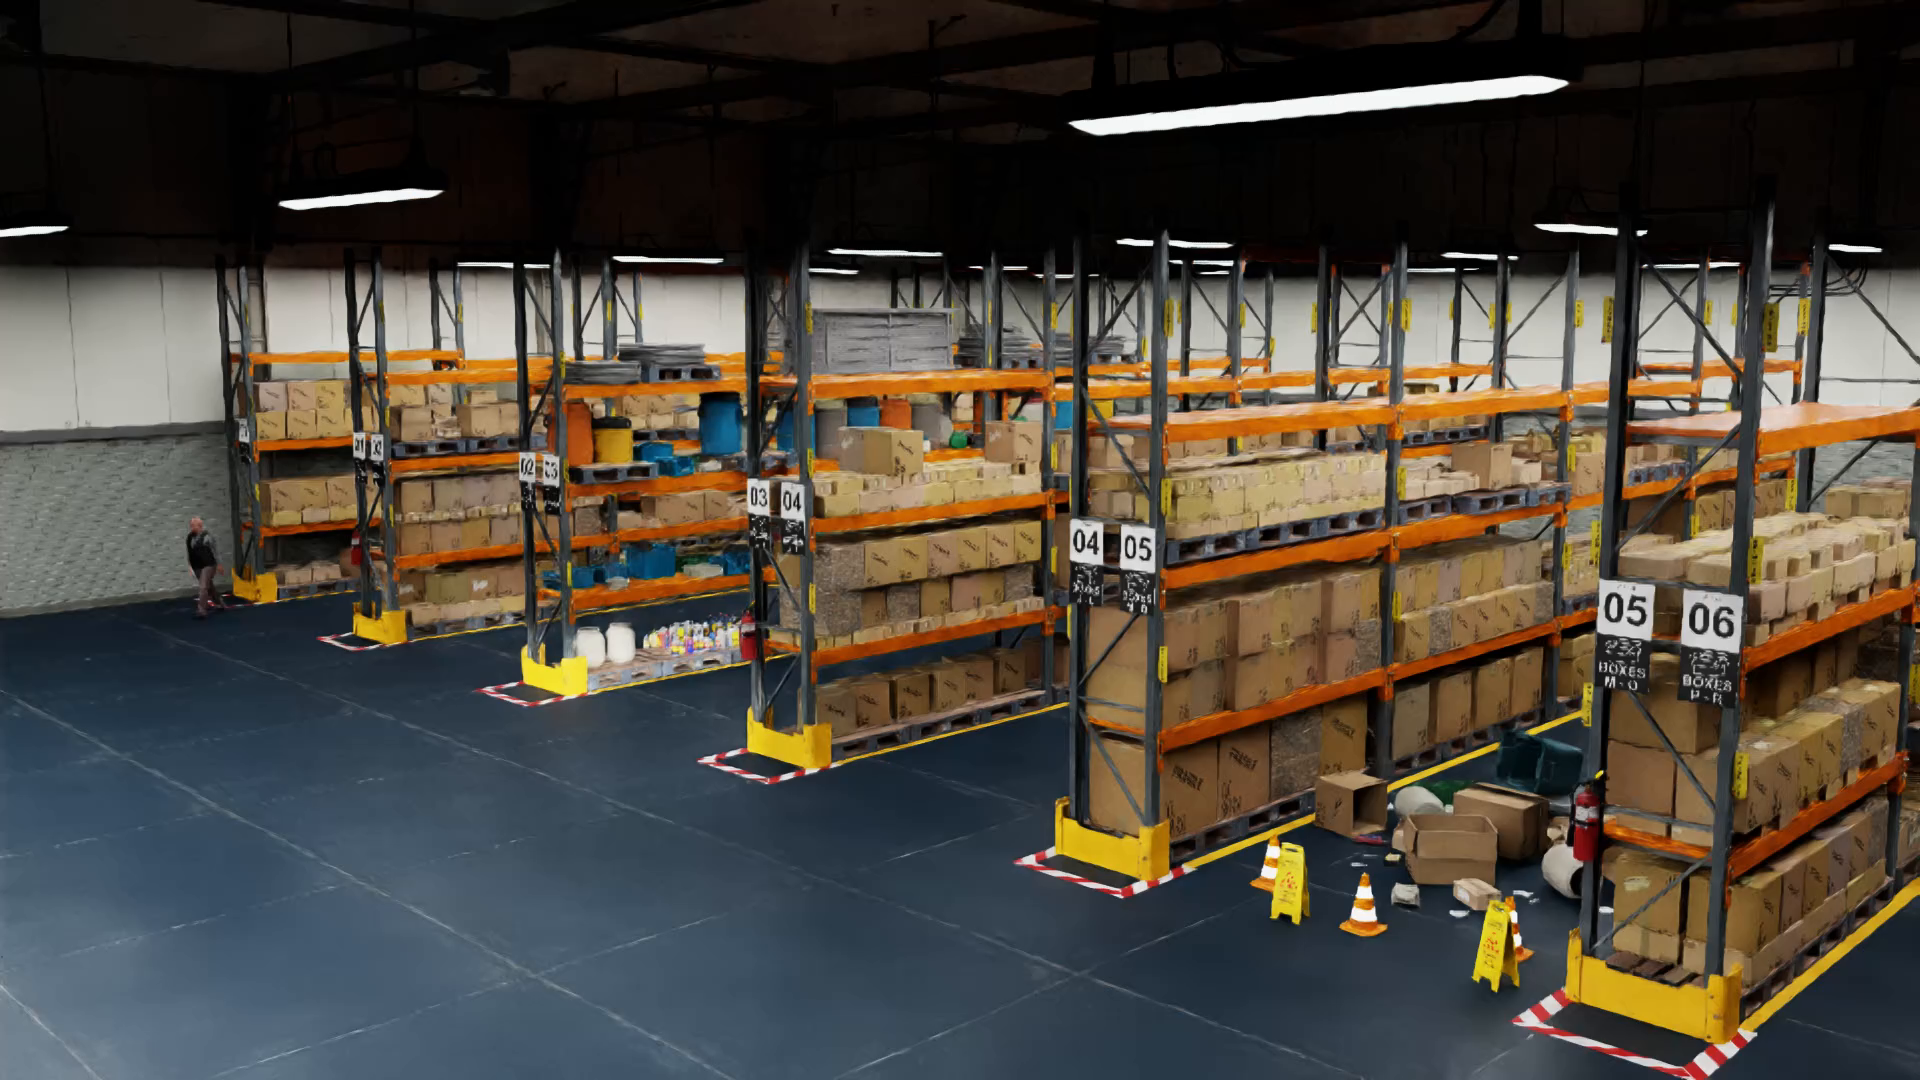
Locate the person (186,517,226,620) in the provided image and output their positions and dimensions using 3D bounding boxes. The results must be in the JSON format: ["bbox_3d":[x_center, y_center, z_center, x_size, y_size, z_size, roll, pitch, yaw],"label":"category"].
[{"bbox_3d":[-12.562,0.447,27.575,0.572,1.681,0.955,3,9,22],"label":"person"}]

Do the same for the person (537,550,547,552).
[{"bbox_3d":[-7.989,-0.132,31.882,0.592,1.604,0.518,7,11,42],"label":"person"}]
